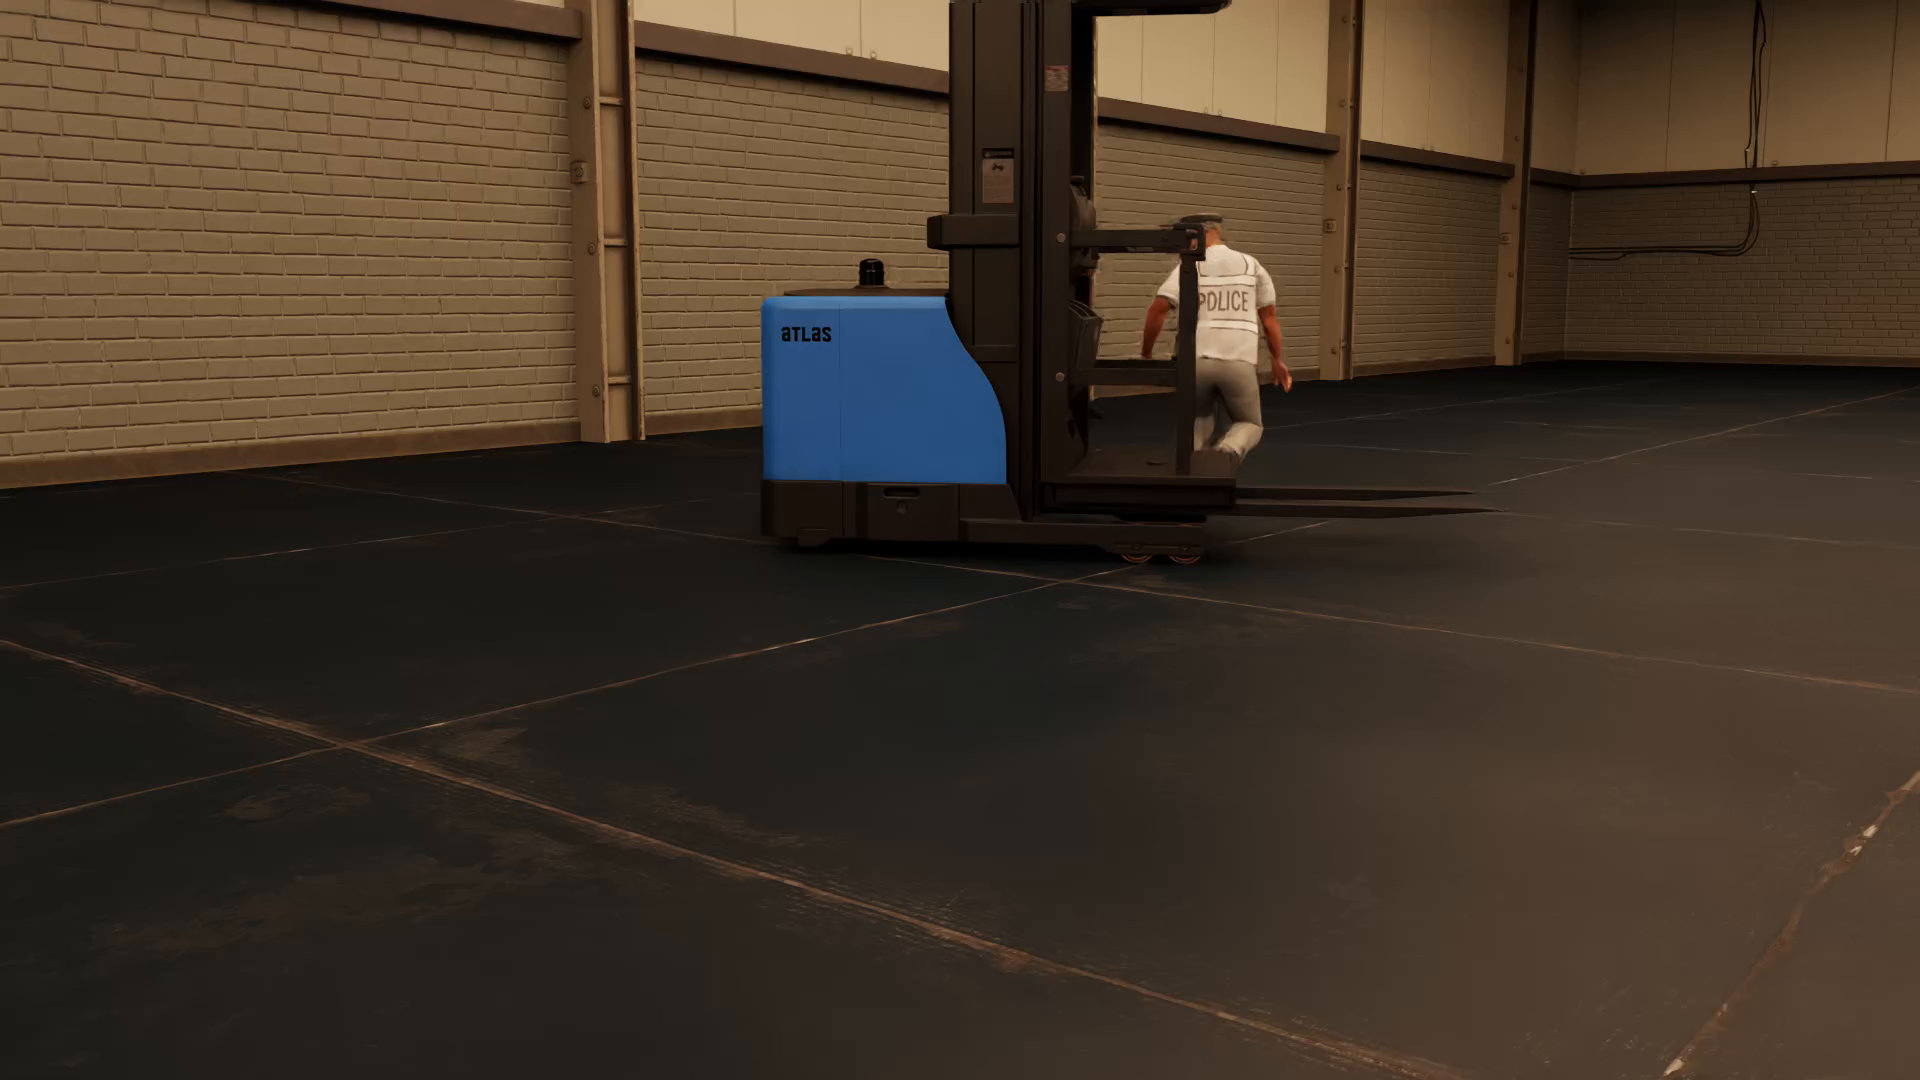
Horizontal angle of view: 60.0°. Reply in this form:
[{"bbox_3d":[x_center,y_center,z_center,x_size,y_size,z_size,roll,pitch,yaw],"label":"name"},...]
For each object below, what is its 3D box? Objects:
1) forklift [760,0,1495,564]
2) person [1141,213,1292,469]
[{"bbox_3d":[0.715,-1.434,7.082,3.031,2.935,1.130,1,8,9],"label":"forklift"},{"bbox_3d":[1.387,-0.995,9.002,0.831,1.546,0.650,1,8,9],"label":"person"}]
